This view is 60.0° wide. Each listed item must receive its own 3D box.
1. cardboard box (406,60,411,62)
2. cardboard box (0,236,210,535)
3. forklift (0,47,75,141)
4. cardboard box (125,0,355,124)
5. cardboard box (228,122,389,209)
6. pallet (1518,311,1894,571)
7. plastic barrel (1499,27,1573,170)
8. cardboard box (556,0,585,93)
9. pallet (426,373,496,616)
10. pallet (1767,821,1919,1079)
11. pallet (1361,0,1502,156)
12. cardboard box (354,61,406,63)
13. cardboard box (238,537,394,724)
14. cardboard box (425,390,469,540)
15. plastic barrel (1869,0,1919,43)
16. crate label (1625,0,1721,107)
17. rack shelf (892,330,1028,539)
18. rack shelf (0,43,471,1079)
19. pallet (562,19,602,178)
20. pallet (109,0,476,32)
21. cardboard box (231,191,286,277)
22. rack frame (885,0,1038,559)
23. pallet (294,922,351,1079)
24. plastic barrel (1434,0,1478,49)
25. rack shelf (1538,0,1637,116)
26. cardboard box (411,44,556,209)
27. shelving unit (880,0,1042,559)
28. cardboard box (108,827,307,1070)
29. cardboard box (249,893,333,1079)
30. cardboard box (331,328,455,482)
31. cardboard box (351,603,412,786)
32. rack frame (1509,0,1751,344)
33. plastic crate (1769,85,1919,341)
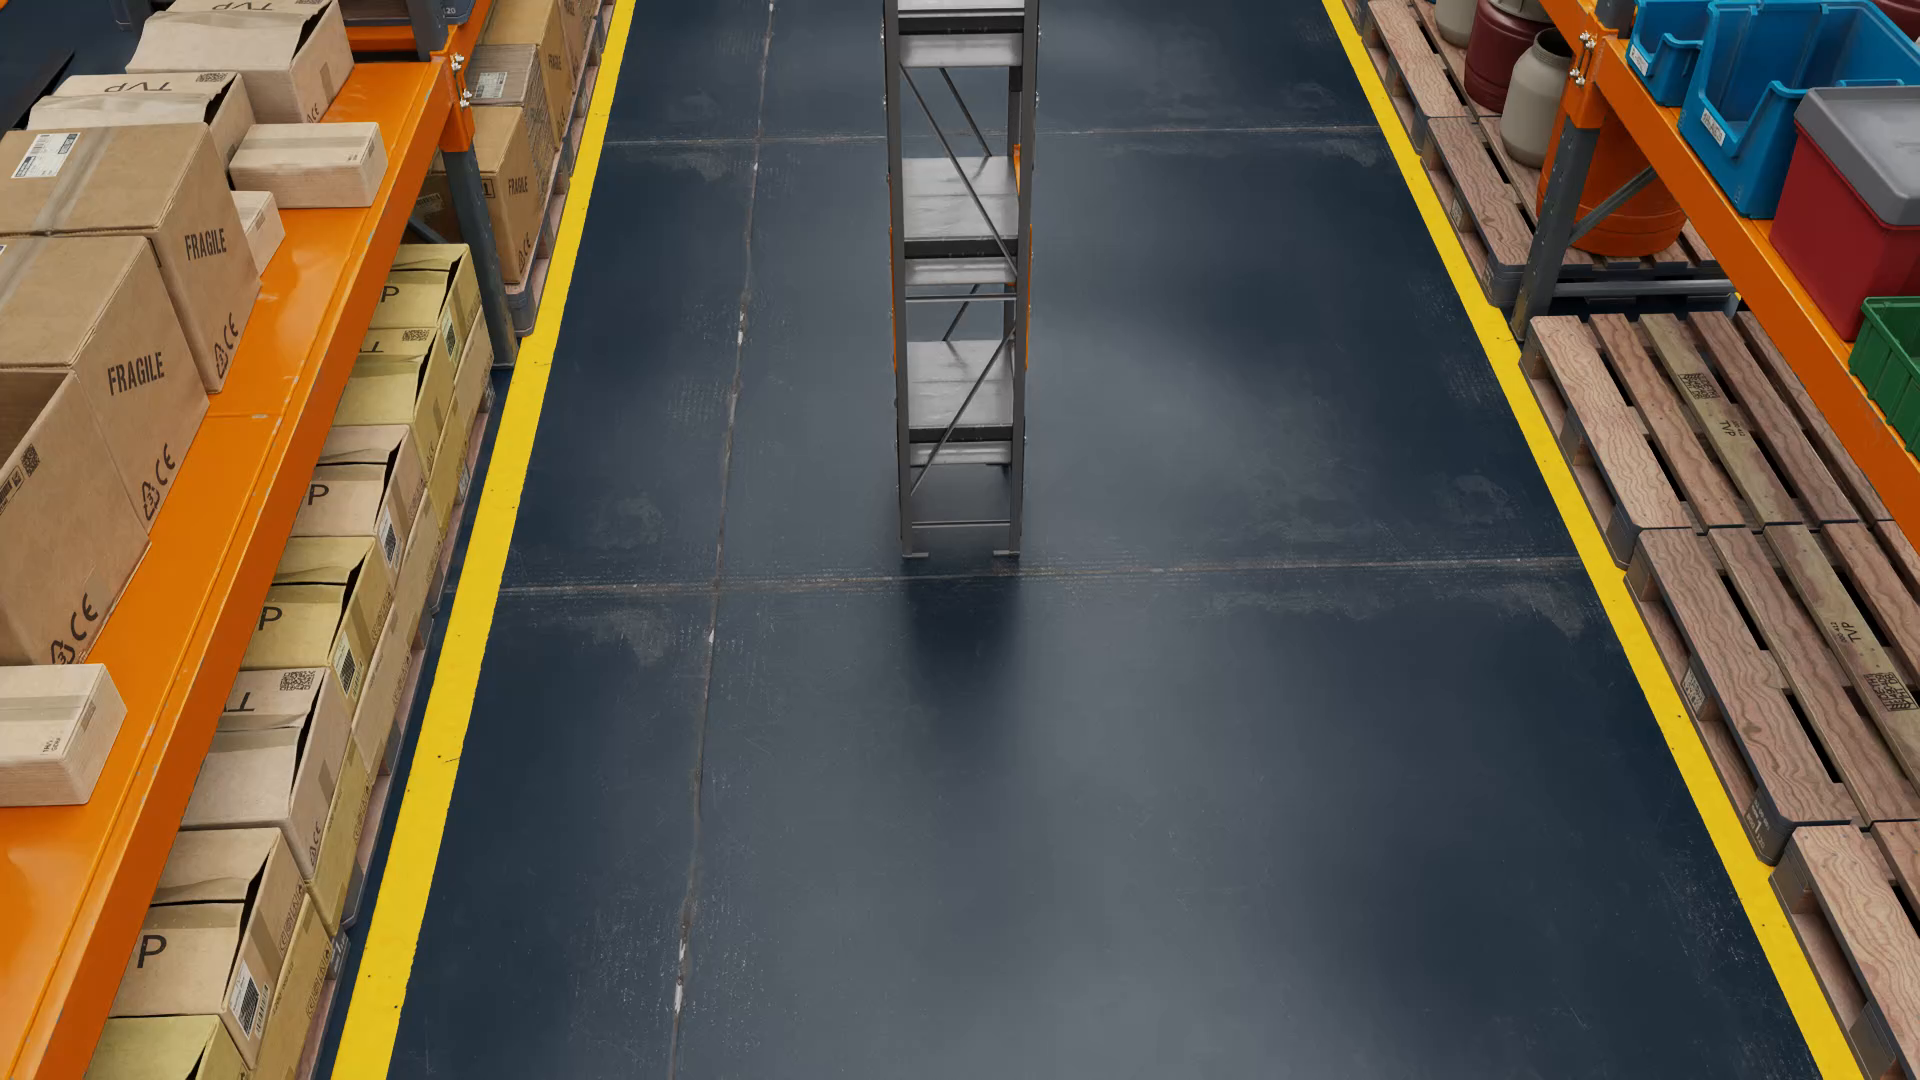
[{"bbox_3d":[-2.513,-1.667,6.873,0.500,0.500,0.500,0,43,0],"label":"cardboard box"},{"bbox_3d":[-2.129,-0.350,3.838,0.500,0.500,0.500,-2,43,-2],"label":"cardboard box"},{"bbox_3d":[-4.567,-2.258,6.045,1.130,2.935,3.031,-1,43,-1],"label":"forklift"},{"bbox_3d":[-2.267,-1.522,5.256,0.500,0.311,0.500,1,43,1],"label":"cardboard box"},{"bbox_3d":[-1.924,-1.109,4.926,0.380,0.149,0.250,-2,43,-2],"label":"cardboard box"},{"bbox_3d":[2.705,-0.389,6.018,1.003,0.211,1.213,-2,43,-2],"label":"pallet"},{"bbox_3d":[2.559,-1.887,7.119,0.421,0.512,0.421,0,43,0],"label":"plastic barrel"},{"bbox_3d":[-2.044,-2.402,7.675,0.500,0.500,0.500,-3,43,-3],"label":"cardboard box"},{"bbox_3d":[-2.243,-0.216,5.830,1.003,0.211,1.213,-2,43,-2],"label":"pallet"},{"bbox_3d":[2.808,1.258,4.221,1.003,0.211,1.213,-2,43,-2],"label":"pallet"},{"bbox_3d":[2.587,-2.266,8.065,1.003,0.211,1.213,-2,43,-2],"label":"pallet"},{"bbox_3d":[-2.519,-1.981,6.661,0.500,0.250,0.500,0,43,0],"label":"cardboard box"},{"bbox_3d":[-1.904,0.227,4.591,0.500,0.311,0.500,-1,43,-1],"label":"cardboard box"},{"bbox_3d":[-1.947,-0.246,5.523,0.500,0.250,0.500,-2,43,-2],"label":"cardboard box"},{"bbox_3d":[3.033,-1.686,5.269,0.600,0.536,0.708,-2,43,-2],"label":"plastic barrel"},{"bbox_3d":[2.354,-1.584,5.382,0.303,0.233,0.416,-2,43,-2],"label":"crate label"},{"bbox_3d":[-0.007,-0.360,5.645,0.431,0.518,0.480,-2,43,-2],"label":"rack shelf"},{"bbox_3d":[-2.154,-0.186,4.265,1.077,0.370,4.000,-2,43,-2],"label":"rack shelf"},{"bbox_3d":[-2.281,-2.100,7.885,1.003,0.211,1.213,-2,43,-2],"label":"pallet"},{"bbox_3d":[-2.337,-2.186,6.057,1.213,0.211,1.003,-2,43,-2],"label":"pallet"},{"bbox_3d":[-2.128,-0.849,4.643,0.380,0.149,0.250,1,43,1],"label":"cardboard box"},{"bbox_3d":[0.003,-0.721,4.983,0.400,2.100,0.015,-2,43,-2],"label":"rack frame"},{"bbox_3d":[-2.139,1.431,4.033,1.003,0.211,1.213,-2,43,-2],"label":"pallet"},{"bbox_3d":[2.511,-2.649,7.951,0.421,0.512,0.421,0,43,0],"label":"plastic barrel"},{"bbox_3d":[2.626,-3.026,7.364,1.077,0.370,4.000,-2,43,-2],"label":"rack shelf"},{"bbox_3d":[-2.000,-1.711,6.921,0.500,0.500,0.500,-3,43,-3],"label":"cardboard box"},{"bbox_3d":[-0.007,-0.886,5.162,0.431,2.100,0.503,-2,43,-2],"label":"shelving unit"},{"bbox_3d":[-1.853,0.927,3.828,0.500,0.311,0.500,-2,43,-2],"label":"cardboard box"},{"bbox_3d":[-1.859,1.133,4.018,0.500,0.250,0.500,-1,43,-1],"label":"cardboard box"},{"bbox_3d":[-1.942,-0.452,5.332,0.500,0.311,0.500,-2,43,-2],"label":"cardboard box"},{"bbox_3d":[-1.904,0.440,4.774,0.500,0.250,0.500,-1,43,-1],"label":"cardboard box"},{"bbox_3d":[2.710,-1.941,5.648,1.000,3.000,0.127,-2,43,-2],"label":"rack frame"},{"bbox_3d":[2.473,-0.865,4.426,0.402,0.464,0.583,-2,43,-2],"label":"plastic crate"}]
